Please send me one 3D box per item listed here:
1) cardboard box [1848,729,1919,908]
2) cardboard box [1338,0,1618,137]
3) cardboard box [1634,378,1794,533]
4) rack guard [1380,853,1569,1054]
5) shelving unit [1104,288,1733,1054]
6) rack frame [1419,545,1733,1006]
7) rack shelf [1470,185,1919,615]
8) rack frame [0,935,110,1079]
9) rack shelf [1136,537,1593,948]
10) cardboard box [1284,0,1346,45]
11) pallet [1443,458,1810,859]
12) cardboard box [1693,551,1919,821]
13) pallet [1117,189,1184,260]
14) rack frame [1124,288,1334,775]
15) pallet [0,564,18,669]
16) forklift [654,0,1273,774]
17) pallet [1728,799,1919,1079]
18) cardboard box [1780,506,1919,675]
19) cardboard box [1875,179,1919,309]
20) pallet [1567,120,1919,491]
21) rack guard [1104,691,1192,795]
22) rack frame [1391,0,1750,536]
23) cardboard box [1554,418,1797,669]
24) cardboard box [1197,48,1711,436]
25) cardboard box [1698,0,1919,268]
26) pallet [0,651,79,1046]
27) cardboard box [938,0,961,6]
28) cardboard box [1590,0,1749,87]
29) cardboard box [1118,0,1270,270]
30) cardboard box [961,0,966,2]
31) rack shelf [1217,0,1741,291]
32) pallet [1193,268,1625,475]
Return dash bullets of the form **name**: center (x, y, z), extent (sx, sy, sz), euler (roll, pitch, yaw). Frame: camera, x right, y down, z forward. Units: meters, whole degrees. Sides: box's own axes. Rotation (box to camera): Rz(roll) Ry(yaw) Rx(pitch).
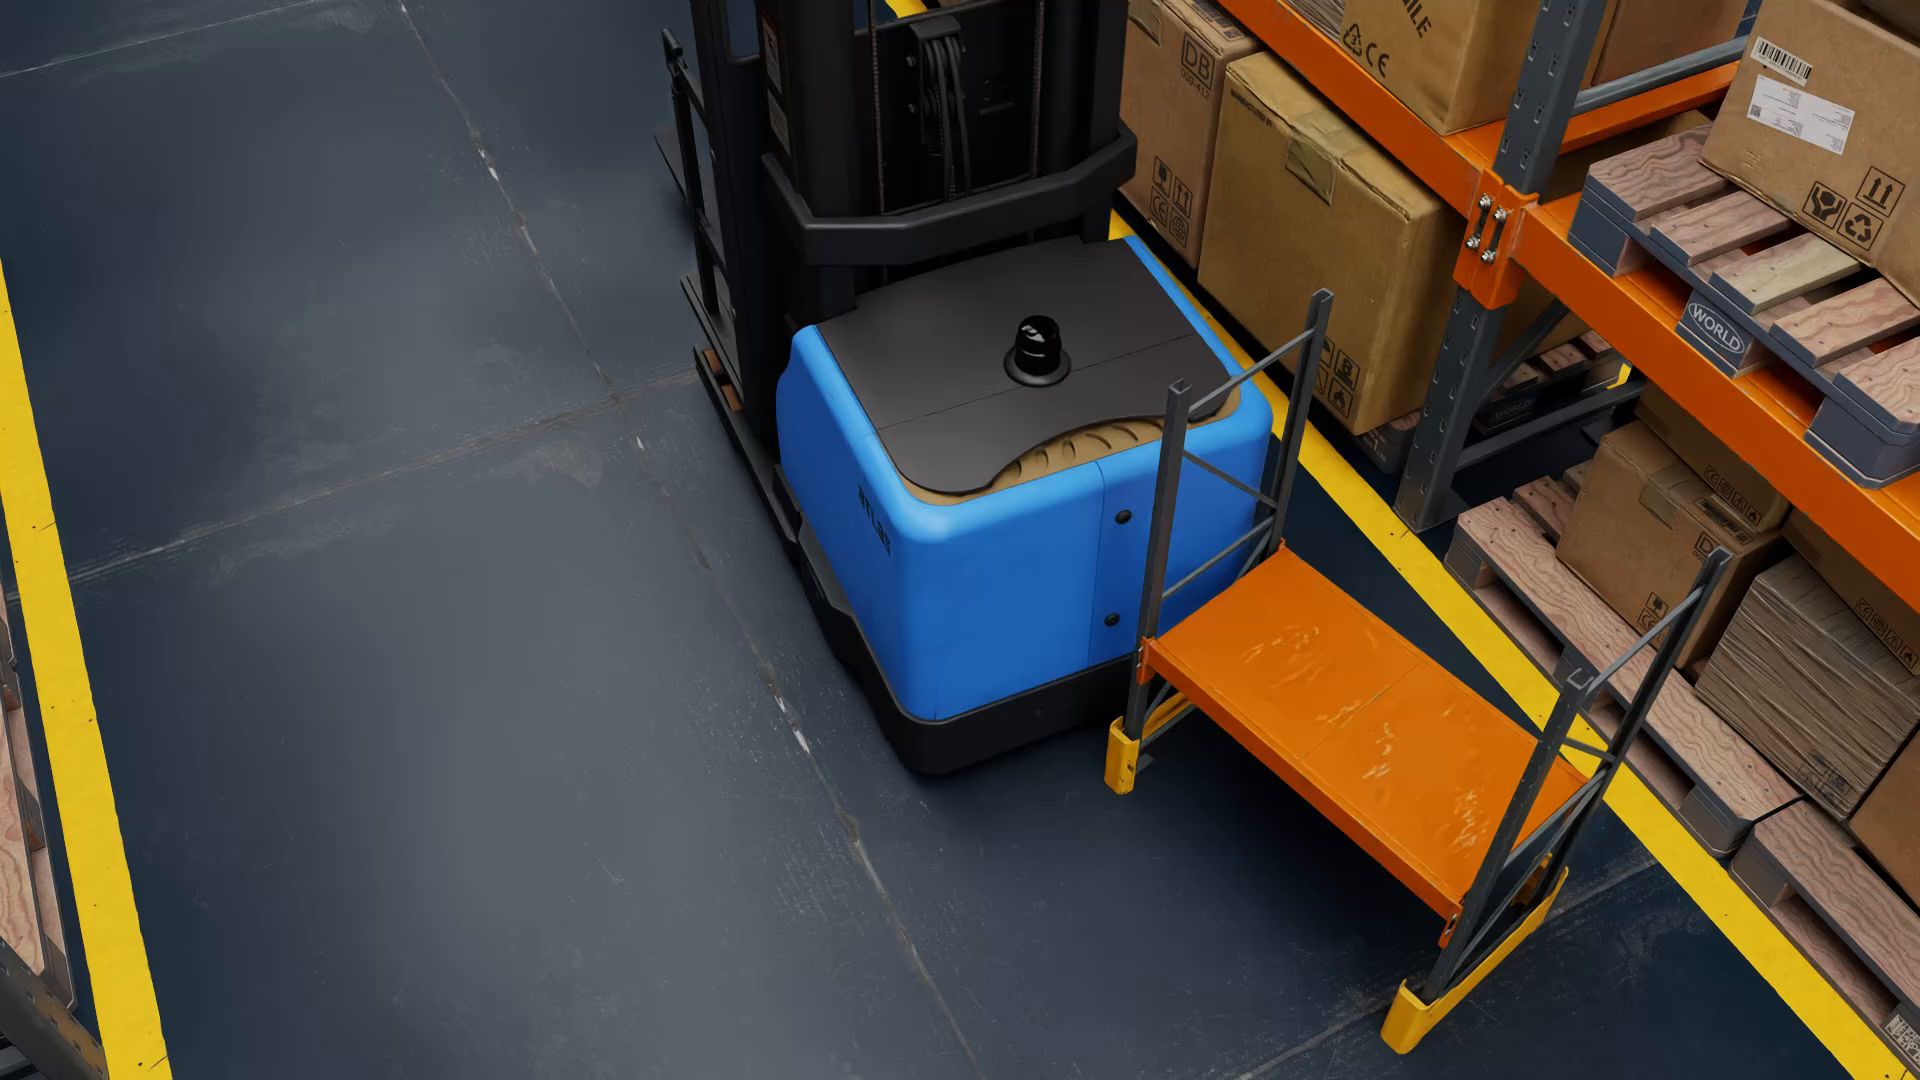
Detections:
- **cardboard box**: center (2.711, 0.650, 4.057), extent (0.700, 0.500, 0.500), euler (-17, 51, -15)
- **cardboard box**: center (1.410, -1.491, 4.495), extent (0.500, 0.500, 0.500), euler (-20, 52, -16)
- **cardboard box**: center (2.189, -0.344, 4.428), extent (0.500, 0.250, 0.500), euler (-19, 52, -16)
- **rack guard**: center (1.293, 1.035, 4.178), extent (0.587, 0.250, 0.087), euler (-33, 56, -25)
- **shelving unit**: center (0.968, 0.339, 3.957), extent (0.587, 1.500, 1.083), euler (-33, 56, -25)
- **rack frame**: center (1.305, 0.635, 3.698), extent (0.500, 1.500, 0.032), euler (-33, 56, -25)
- **rack shelf**: center (2.771, 0.362, 3.418), extent (1.077, 0.370, 4.000), euler (-21, 52, -18)
- **rack frame**: center (-2.548, 0.493, 2.826), extent (1.000, 3.000, 0.127), euler (-21, 52, -18)
- **rack shelf**: center (0.974, 0.463, 4.088), extent (0.538, 0.185, 1.000), euler (-33, 56, -25)
- **cardboard box**: center (1.187, -1.827, 4.789), extent (0.500, 0.500, 0.500), euler (-22, 52, -18)
- **pallet**: center (2.212, 0.228, 4.910), extent (1.003, 0.211, 1.213), euler (-21, 52, -18)
- **cardboard box**: center (2.446, 0.273, 4.387), extent (0.700, 0.500, 0.500), euler (-25, 53, -20)
- **pallet**: center (1.008, -1.664, 6.565), extent (1.003, 0.211, 1.213), euler (-21, 52, -18)
- **rack frame**: center (0.643, 0.054, 4.206), extent (0.500, 1.500, 0.032), euler (-33, 56, -25)
- **pallet**: center (-3.500, 0.082, 5.038), extent (1.003, 0.211, 1.213), euler (-21, 52, -18)
- **forklift**: center (-0.251, -1.448, 4.569), extent (1.130, 2.935, 3.031), euler (-18, 51, -15)
- **pallet**: center (2.767, 1.044, 4.197), extent (1.003, 0.211, 1.213), euler (-21, 52, -18)
- **cardboard box**: center (2.441, 0.008, 4.121), extent (0.500, 0.250, 0.500), euler (-16, 51, -13)
- **cardboard box**: center (2.483, -0.698, 3.522), extent (0.700, 0.500, 0.500), euler (-14, 50, -12)
- **pallet**: center (2.277, -0.710, 4.005), extent (1.213, 0.211, 1.003), euler (-21, 52, -18)
- **rack guard**: center (0.644, 0.466, 4.676), extent (0.587, 0.250, 0.087), euler (-33, 56, -25)
- **rack frame**: center (1.856, -1.213, 4.318), extent (1.000, 3.000, 0.127), euler (-21, 52, -18)
- **cardboard box**: center (2.180, -0.094, 4.707), extent (0.700, 0.500, 0.500), euler (-24, 53, -19)
- **cardboard box**: center (1.559, -1.121, 5.370), extent (1.225, 0.875, 0.875), euler (-23, 53, -19)
- **cardboard box**: center (2.139, -1.037, 3.819), extent (0.500, 0.500, 0.500), euler (-27, 54, -22)
- **pallet**: center (-2.946, 0.898, 4.325), extent (1.003, 0.211, 1.213), euler (-21, 52, -18)
- **cardboard box**: center (0.336, -2.908, 6.933), extent (1.225, 0.875, 0.875), euler (-21, 52, -17)
- **cardboard box**: center (1.876, -1.665, 4.647), extent (0.500, 0.500, 0.500), euler (-20, 52, -16)
- **cardboard box**: center (1.158, -1.720, 5.894), extent (1.225, 0.875, 0.875), euler (-21, 52, -17)
- **cardboard box**: center (0.746, -2.310, 6.410), extent (1.225, 0.875, 0.875), euler (-23, 53, -19)
- **rack shelf**: center (0.941, -2.315, 5.760), extent (1.077, 0.370, 4.000), euler (-21, 52, -18)
- **pallet**: center (1.562, -0.849, 5.852), extent (1.003, 0.211, 1.213), euler (-21, 52, -18)
